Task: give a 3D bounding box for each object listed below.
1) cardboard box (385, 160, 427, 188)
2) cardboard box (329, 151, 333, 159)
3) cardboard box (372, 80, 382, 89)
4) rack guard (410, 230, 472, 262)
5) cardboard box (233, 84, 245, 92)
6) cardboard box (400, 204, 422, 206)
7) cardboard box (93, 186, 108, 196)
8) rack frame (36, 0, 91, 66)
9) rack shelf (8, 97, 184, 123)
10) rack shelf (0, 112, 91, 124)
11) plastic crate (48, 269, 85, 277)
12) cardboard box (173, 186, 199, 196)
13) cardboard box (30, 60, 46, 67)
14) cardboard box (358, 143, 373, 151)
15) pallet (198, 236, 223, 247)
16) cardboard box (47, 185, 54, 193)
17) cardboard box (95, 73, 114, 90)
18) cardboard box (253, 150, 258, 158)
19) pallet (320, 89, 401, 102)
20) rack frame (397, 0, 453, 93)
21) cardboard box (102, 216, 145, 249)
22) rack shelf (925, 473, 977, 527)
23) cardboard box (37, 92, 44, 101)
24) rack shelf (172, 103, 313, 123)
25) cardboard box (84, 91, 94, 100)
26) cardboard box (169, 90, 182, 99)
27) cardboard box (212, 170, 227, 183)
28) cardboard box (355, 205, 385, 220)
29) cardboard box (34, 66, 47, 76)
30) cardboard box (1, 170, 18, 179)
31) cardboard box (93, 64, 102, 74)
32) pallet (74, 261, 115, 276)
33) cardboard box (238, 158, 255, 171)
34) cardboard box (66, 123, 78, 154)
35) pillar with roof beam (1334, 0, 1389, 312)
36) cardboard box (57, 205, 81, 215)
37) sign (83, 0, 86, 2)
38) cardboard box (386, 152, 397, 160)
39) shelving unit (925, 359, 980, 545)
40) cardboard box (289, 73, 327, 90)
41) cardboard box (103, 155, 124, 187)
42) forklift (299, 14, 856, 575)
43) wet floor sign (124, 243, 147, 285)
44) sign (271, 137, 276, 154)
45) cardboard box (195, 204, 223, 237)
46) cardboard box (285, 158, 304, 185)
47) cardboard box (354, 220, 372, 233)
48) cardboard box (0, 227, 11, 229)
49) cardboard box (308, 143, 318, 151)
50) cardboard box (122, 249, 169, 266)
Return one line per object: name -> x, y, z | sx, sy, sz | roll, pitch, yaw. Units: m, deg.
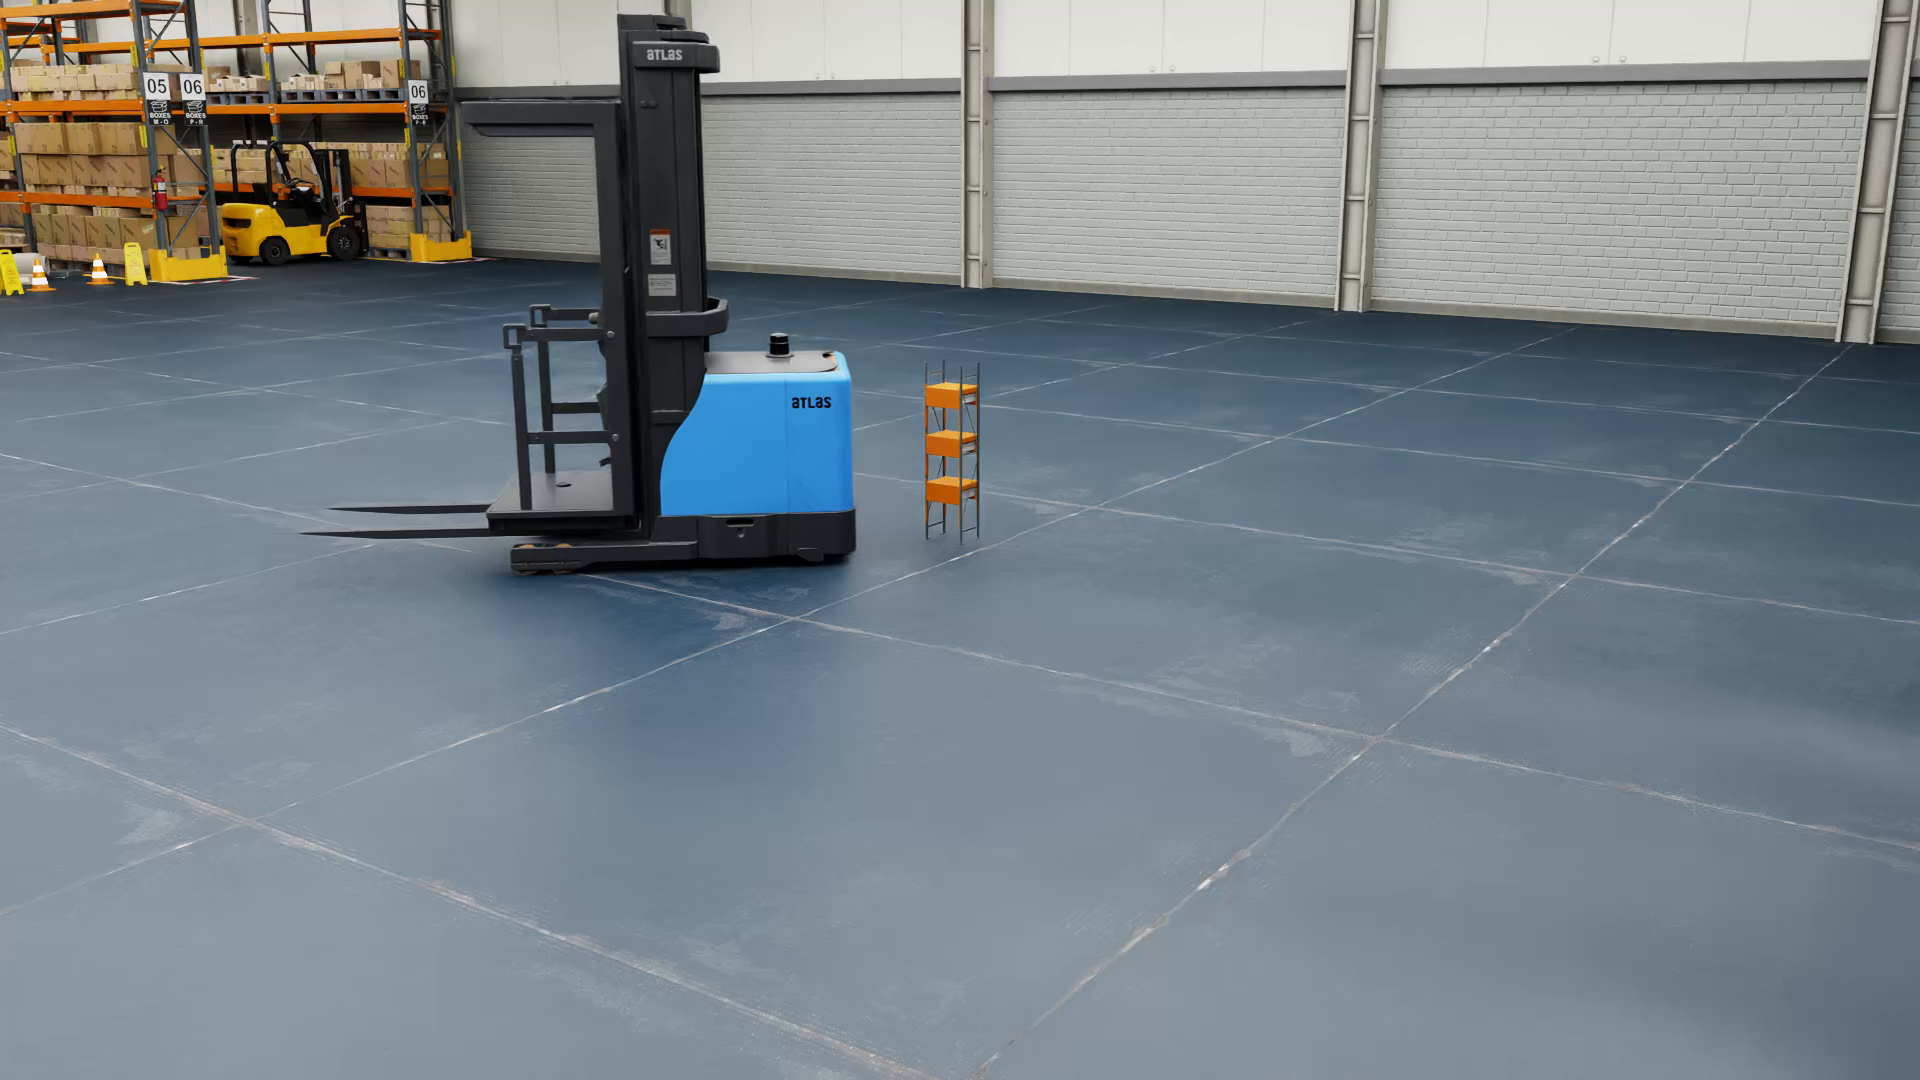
cardboard box -> -10.176, -6.727, 30.548 | 0.500, 0.500, 0.500 | 9, 16, 32
cardboard box -> -11.777, -7.292, 31.481 | 0.250, 0.149, 0.380 | 9, 16, 31
cardboard box -> -10.478, -8.302, 30.317 | 0.250, 0.149, 0.380 | 9, 16, 31
rack guard -> -9.601, -5.448, 30.792 | 0.348, 0.500, 1.175 | 9, 17, 33
cardboard box -> -14.022, -8.875, 32.630 | 0.250, 0.149, 0.380 | 9, 17, 33
cardboard box -> -10.331, -6.188, 31.345 | 0.500, 0.250, 0.500 | 9, 17, 33
cardboard box -> -13.918, -5.718, 27.202 | 0.250, 0.149, 0.380 | 9, 17, 32
rack frame -> -19.578, -11.186, 36.285 | 0.127, 3.000, 1.000 | 9, 17, 33
rack shelf -> -14.048, -7.050, 27.314 | 4.000, 0.370, 1.077 | 9, 17, 33
rack shelf -> -21.238, -9.649, 37.816 | 4.000, 0.370, 1.077 | 9, 17, 33
plastic crate -> -14.862, -4.420, 27.512 | 0.583, 0.080, 0.402 | 3, 14, 14
cardboard box -> -12.555, -5.640, 26.886 | 0.250, 0.149, 0.380 | 9, 17, 33
cardboard box -> -16.388, -8.264, 29.120 | 0.500, 0.250, 0.500 | 9, 16, 32
cardboard box -> -10.933, -7.296, 30.879 | 0.250, 0.149, 0.380 | 10, 17, 34
pallet -> -15.598, -6.266, 34.697 | 1.213, 0.211, 1.003 | 9, 17, 33
cardboard box -> -15.149, -5.930, 28.059 | 0.250, 0.149, 0.380 | 9, 17, 33
cardboard box -> -13.373, -7.288, 26.471 | 0.500, 0.250, 0.500 | 9, 16, 32
cardboard box -> -13.746, -7.641, 32.888 | 0.250, 0.149, 0.380 | 9, 17, 33
pallet -> -11.210, -8.342, 31.219 | 1.213, 0.211, 1.003 | 9, 17, 33
rack frame -> -9.621, -9.577, 29.784 | 0.127, 3.000, 1.000 | 9, 17, 33
cardboard box -> -13.634, -5.033, 27.199 | 0.500, 0.500, 0.500 | 10, 17, 35
rack shelf -> -0.044, -0.237, 9.795 | 0.240, 0.259, 0.215 | 9, 17, 33
cardboard box -> -15.132, -7.397, 27.743 | 0.250, 0.149, 0.380 | 9, 17, 33
rack shelf -> -14.600, -8.576, 33.482 | 4.000, 0.370, 1.077 | 9, 17, 33
cardboard box -> -13.887, -7.178, 26.859 | 0.250, 0.149, 0.380 | 9, 16, 31
cardboard box -> -12.482, -7.118, 26.616 | 0.250, 0.149, 0.380 | 9, 17, 33
cardboard box -> -14.752, -7.351, 33.588 | 0.500, 0.250, 0.500 | 10, 17, 35
cardboard box -> -11.029, -6.152, 31.200 | 0.500, 0.250, 0.500 | 9, 17, 34
cardboard box -> -14.979, -7.718, 27.381 | 0.250, 0.149, 0.380 | 9, 17, 32
cardboard box -> -16.288, -6.307, 28.708 | 0.250, 0.149, 0.380 | 9, 17, 34
cardboard box -> -13.629, -7.534, 26.636 | 0.250, 0.149, 0.380 | 9, 17, 33
pallet -> -14.114, -4.611, 28.011 | 1.213, 0.211, 1.003 | 9, 17, 33
cardboard box -> -13.921, -7.454, 32.963 | 0.500, 0.250, 0.500 | 9, 16, 31
cardboard box -> -14.167, -6.590, 27.294 | 0.500, 0.500, 0.700 | 9, 17, 32
pillar with roof beam -> 2.837, -6.578, 17.668 | 0.400, 9.000, 9.100 | 9, 17, 33
cardboard box -> -14.871, -5.529, 27.854 | 0.250, 0.149, 0.380 | 10, 17, 35
sign -> -19.274, -11.828, 36.604 | 0.005, 0.325, 0.100 | 9, 17, 33
cardboard box -> -10.294, -7.047, 30.492 | 0.250, 0.149, 0.380 | 9, 17, 34
shelving unit -> -0.044, -0.517, 9.726 | 0.252, 1.050, 0.215 | 9, 17, 33
cardboard box -> -12.386, -8.706, 31.613 | 0.500, 0.311, 0.500 | 10, 17, 34
cardboard box -> -13.405, -5.954, 26.804 | 0.500, 0.500, 0.500 | 9, 17, 33
forklift -> -2.133, -1.364, 9.234 | 3.031, 2.935, 1.130 | -1, 14, -6
wet floor sign -> -12.828, -4.293, 25.823 | 0.267, 0.644, 0.232 | -10, 17, -35
sign -> -13.235, -7.616, 32.100 | 0.005, 0.325, 0.100 | 9, 17, 33
cardboard box -> -15.203, -6.617, 34.377 | 0.625, 0.625, 0.875 | 10, 17, 35
cardboard box -> -12.718, -7.138, 32.209 | 0.500, 0.500, 0.500 | 9, 16, 31
cardboard box -> -11.050, -5.914, 31.280 | 0.500, 0.250, 0.500 | 9, 16, 32
cardboard box -> -17.946, -5.501, 30.397 | 0.625, 0.372, 0.950 | 9, 16, 32
cardboard box -> -12.201, -7.503, 31.713 | 0.250, 0.149, 0.380 | 10, 17, 34
cardboard box -> -13.229, -4.602, 27.019 | 0.500, 0.250, 0.500 | 9, 17, 33
